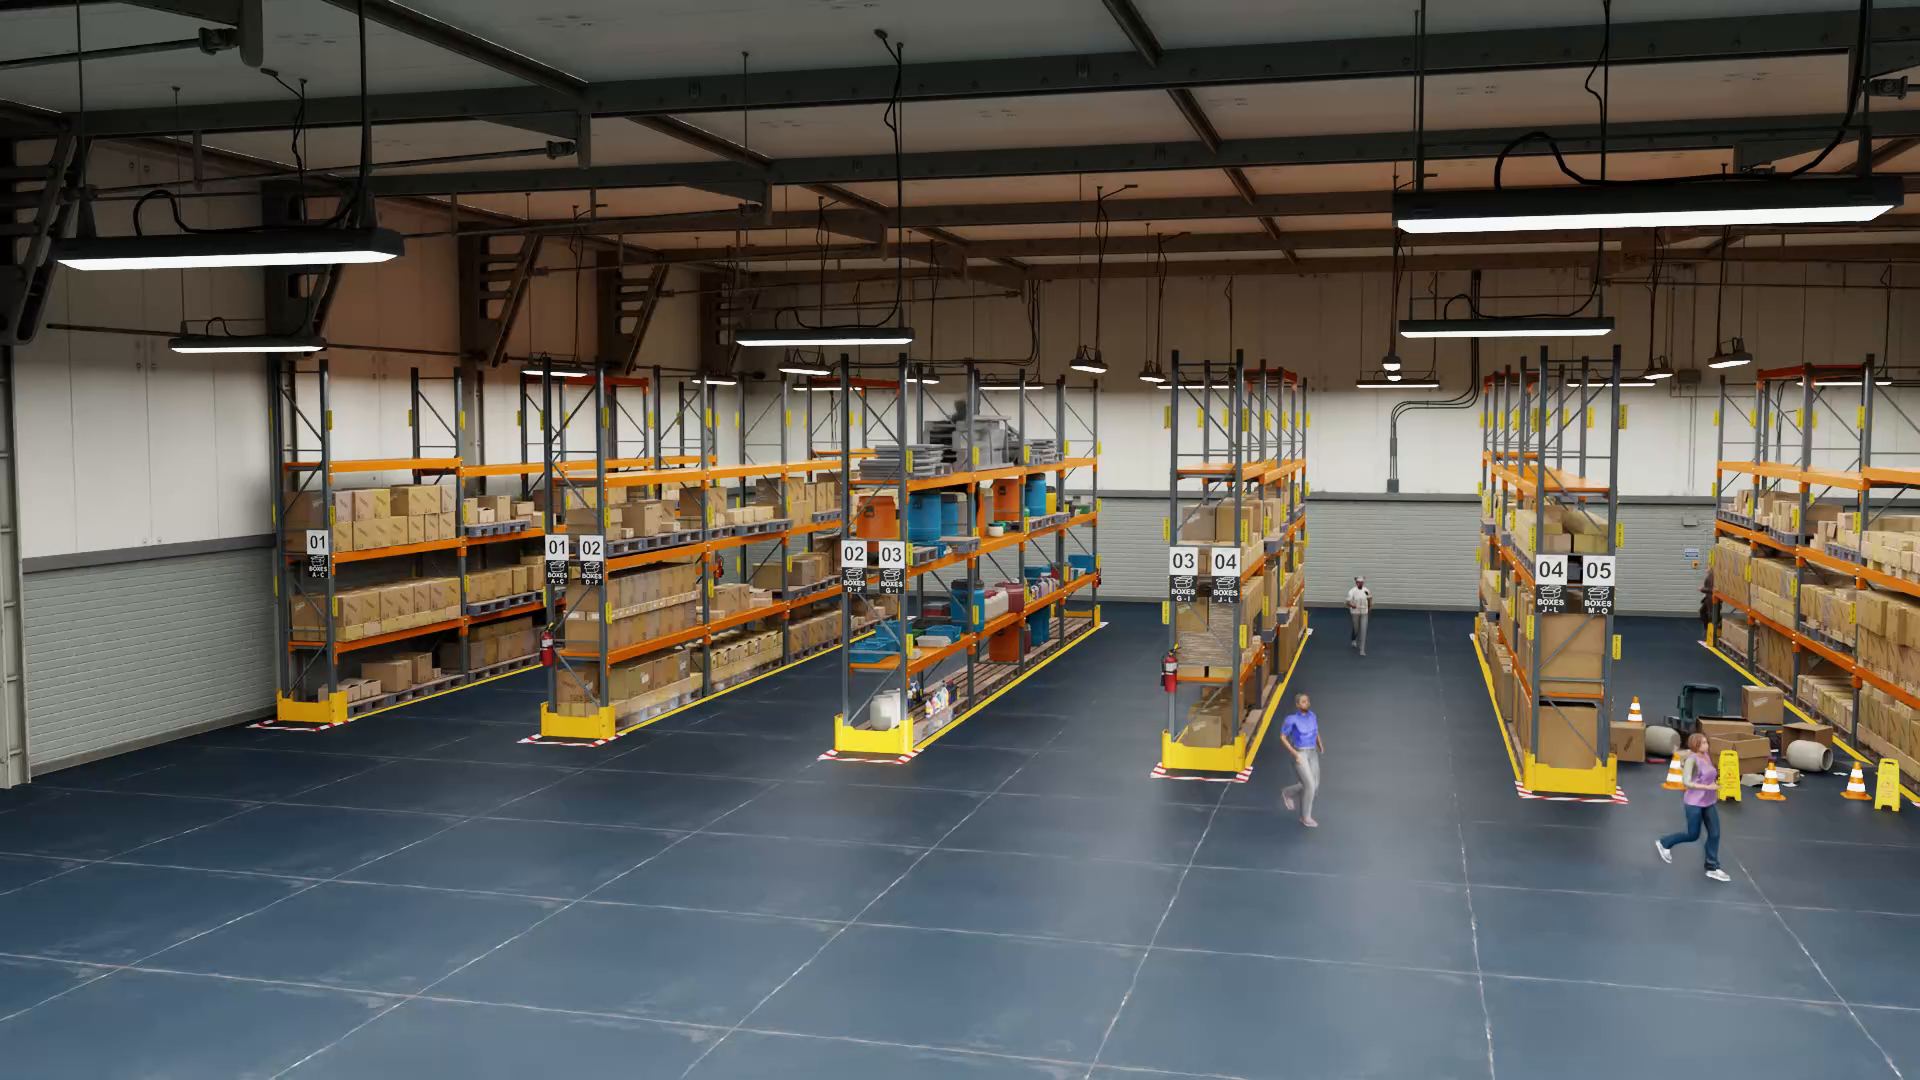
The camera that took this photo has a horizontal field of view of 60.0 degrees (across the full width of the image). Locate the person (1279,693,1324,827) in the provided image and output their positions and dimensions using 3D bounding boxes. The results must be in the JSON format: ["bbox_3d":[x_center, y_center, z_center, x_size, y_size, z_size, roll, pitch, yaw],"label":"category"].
[{"bbox_3d":[4.244,2.713,20.737,0.576,1.638,0.635,-2,5,-31],"label":"person"}]

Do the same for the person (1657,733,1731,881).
[{"bbox_3d":[8.092,2.897,18.272,0.552,1.575,0.819,-3,5,-34],"label":"person"}]

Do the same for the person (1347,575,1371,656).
[{"bbox_3d":[8.560,1.594,35.659,0.543,1.696,0.892,0,4,4],"label":"person"}]

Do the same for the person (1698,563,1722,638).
[{"bbox_3d":[17.271,1.408,38.036,0.736,1.814,0.719,2,4,23],"label":"person"}]
